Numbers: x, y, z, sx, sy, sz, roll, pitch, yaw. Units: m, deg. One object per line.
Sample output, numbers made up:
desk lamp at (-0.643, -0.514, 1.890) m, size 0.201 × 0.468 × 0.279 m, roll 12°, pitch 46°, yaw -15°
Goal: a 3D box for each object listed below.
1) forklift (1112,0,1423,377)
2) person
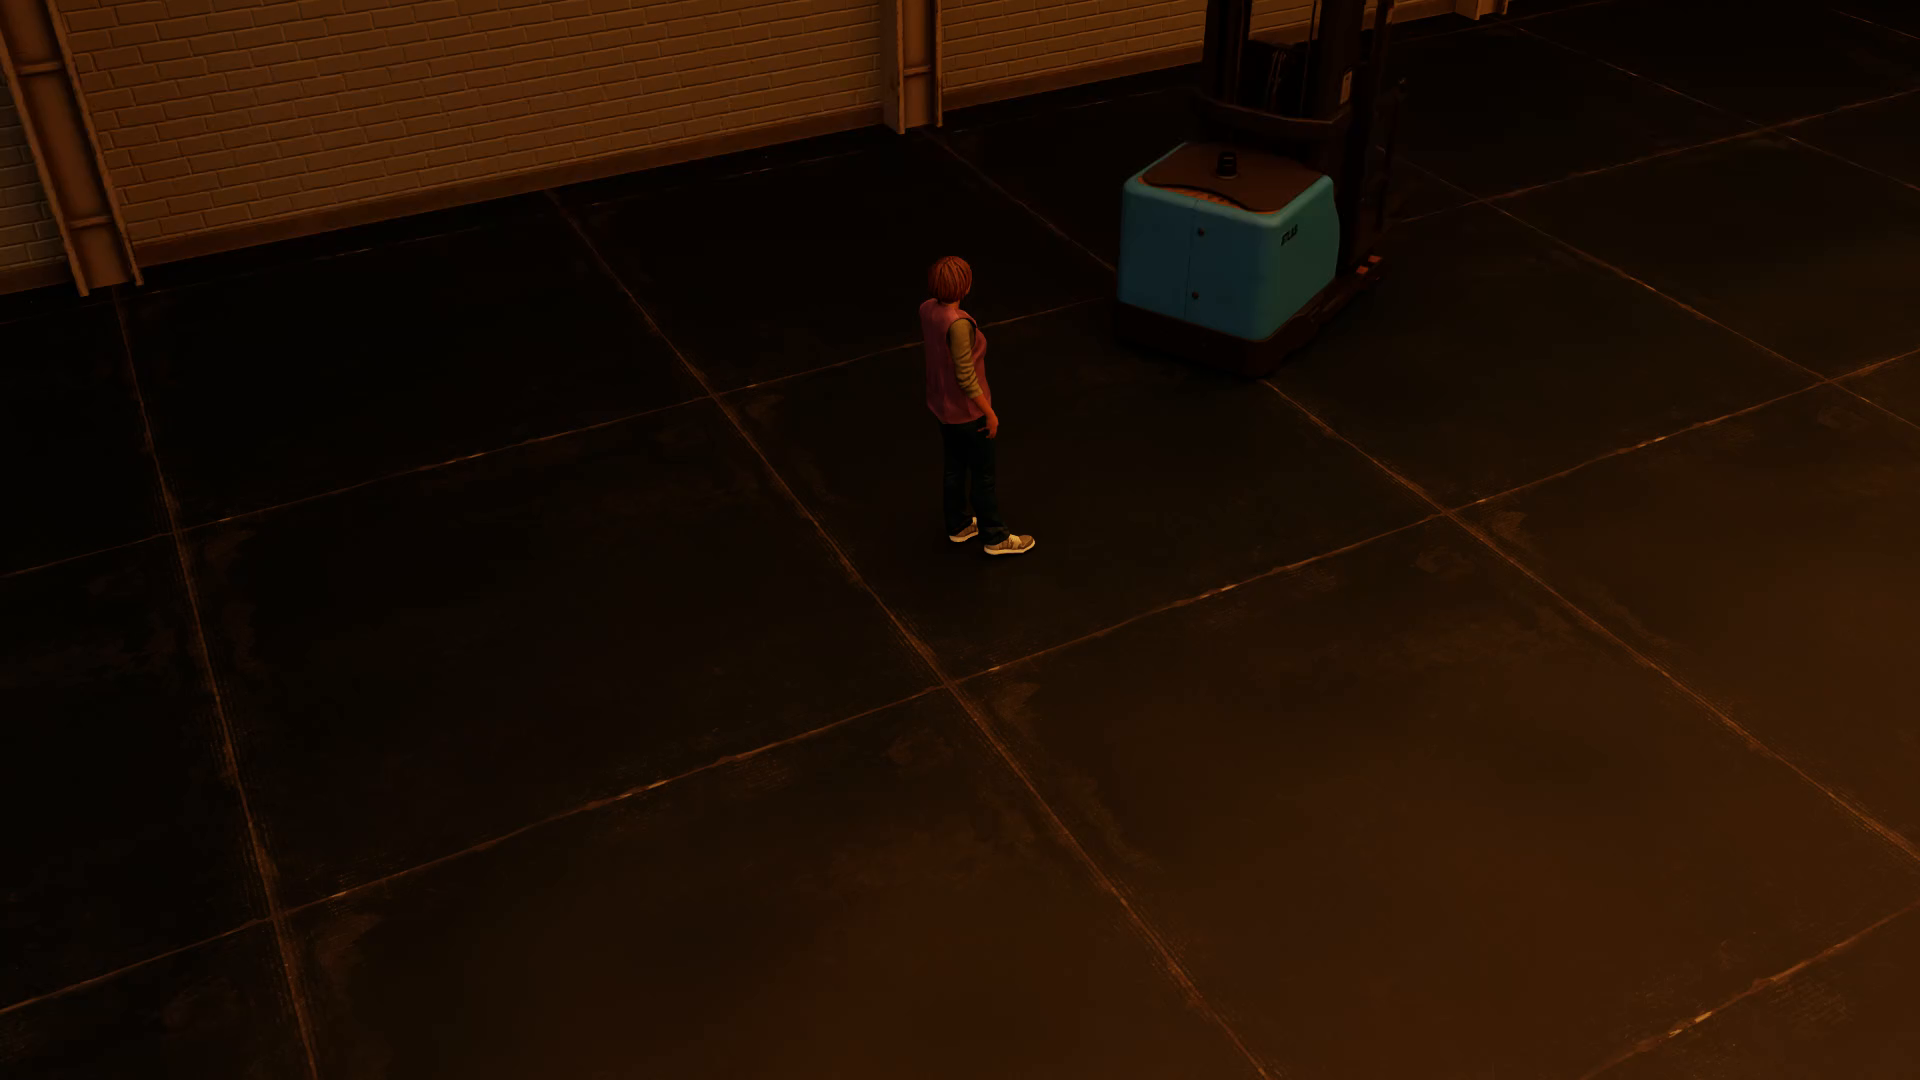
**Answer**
forklift at (2.192, -2.978, 10.336) m, size 1.130 × 2.935 × 3.031 m, roll 21°, pitch 41°, yaw 27°
person at (0.073, -0.671, 8.215) m, size 0.473 × 1.599 × 0.520 m, roll -17°, pitch 39°, yaw -23°
